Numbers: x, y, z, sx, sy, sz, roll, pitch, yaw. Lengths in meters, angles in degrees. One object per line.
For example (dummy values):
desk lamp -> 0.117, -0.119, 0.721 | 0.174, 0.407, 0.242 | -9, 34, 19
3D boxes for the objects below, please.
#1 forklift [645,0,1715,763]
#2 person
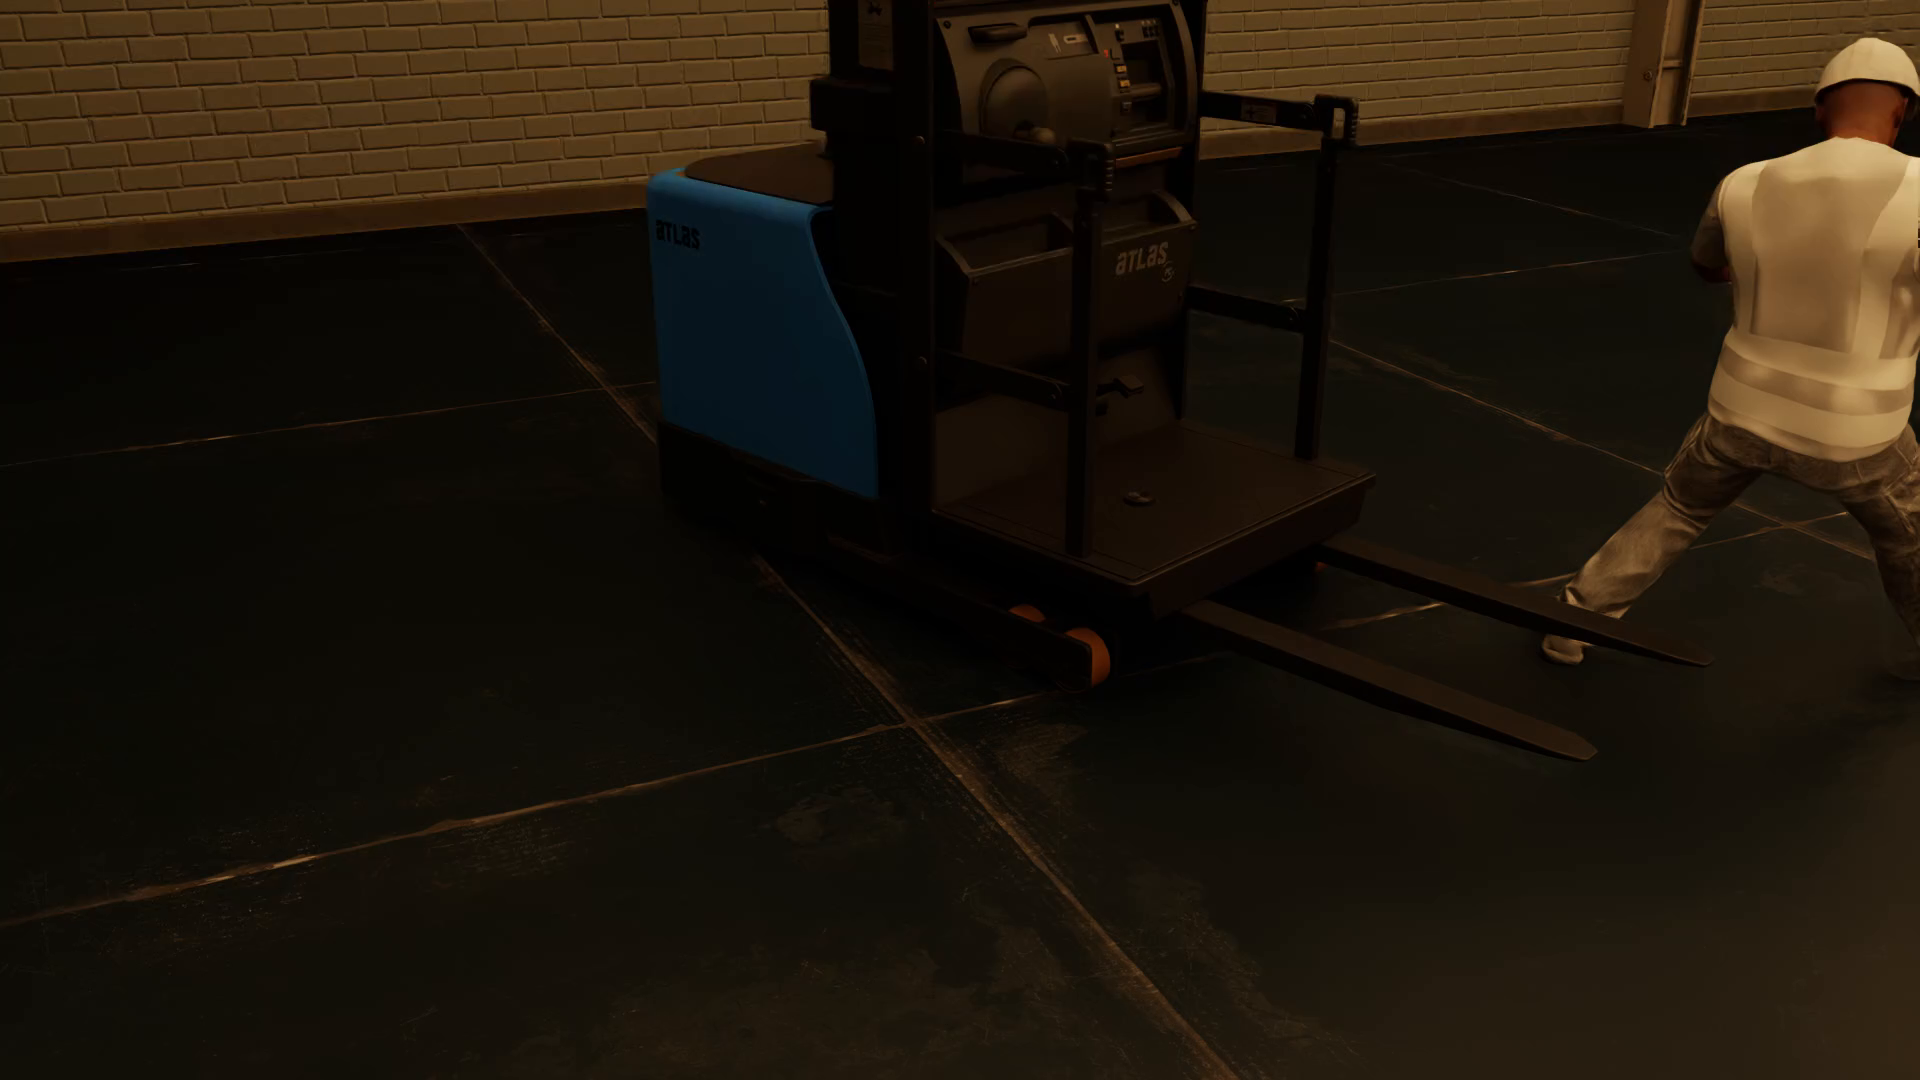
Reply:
forklift -> 0.448, -1.191, 4.154 | 3.031, 2.935, 1.130 | 21, 30, 40
person -> 2.156, -0.416, 4.084 | 1.007, 1.581, 0.990 | -18, 29, -37
